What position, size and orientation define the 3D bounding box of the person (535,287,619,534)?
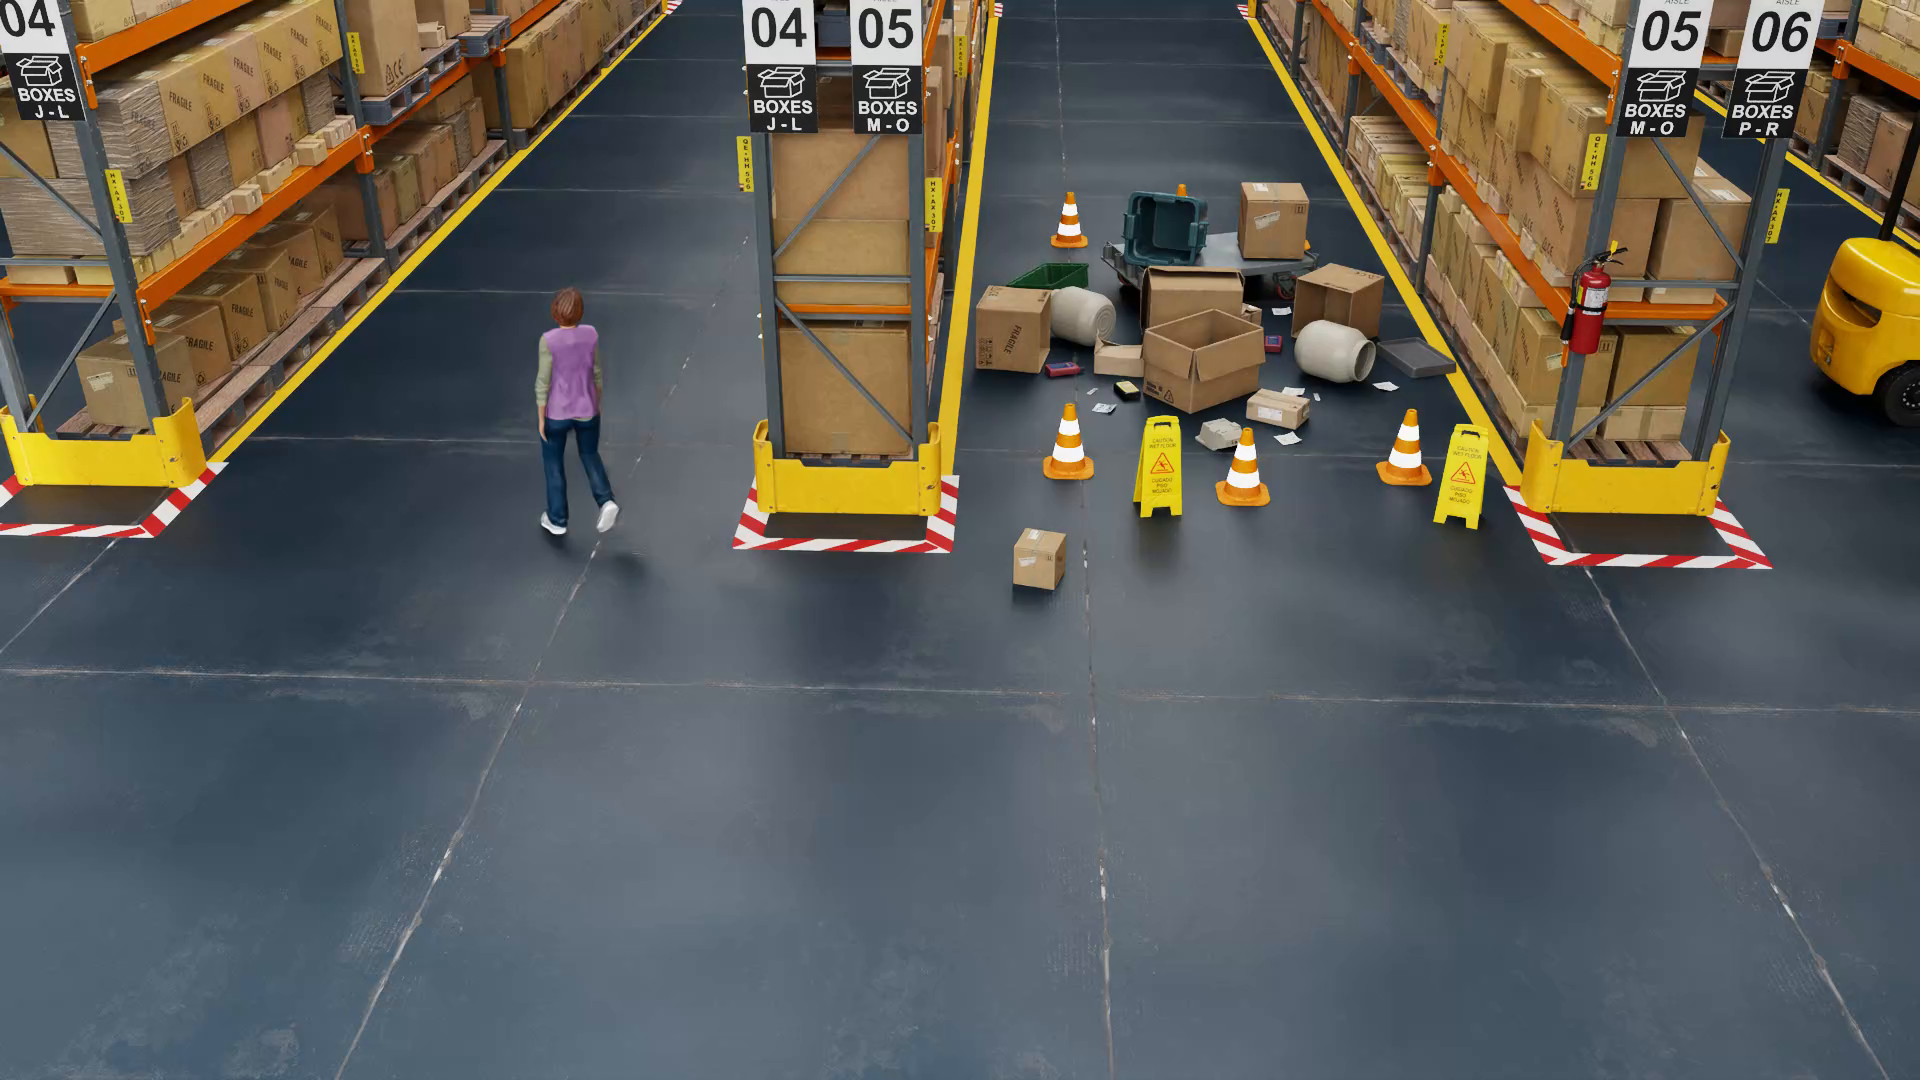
[{"bbox_3d":[-2.319,-0.747,10.000,0.444,1.574,0.607,-18,33,-30],"label":"person"}]
